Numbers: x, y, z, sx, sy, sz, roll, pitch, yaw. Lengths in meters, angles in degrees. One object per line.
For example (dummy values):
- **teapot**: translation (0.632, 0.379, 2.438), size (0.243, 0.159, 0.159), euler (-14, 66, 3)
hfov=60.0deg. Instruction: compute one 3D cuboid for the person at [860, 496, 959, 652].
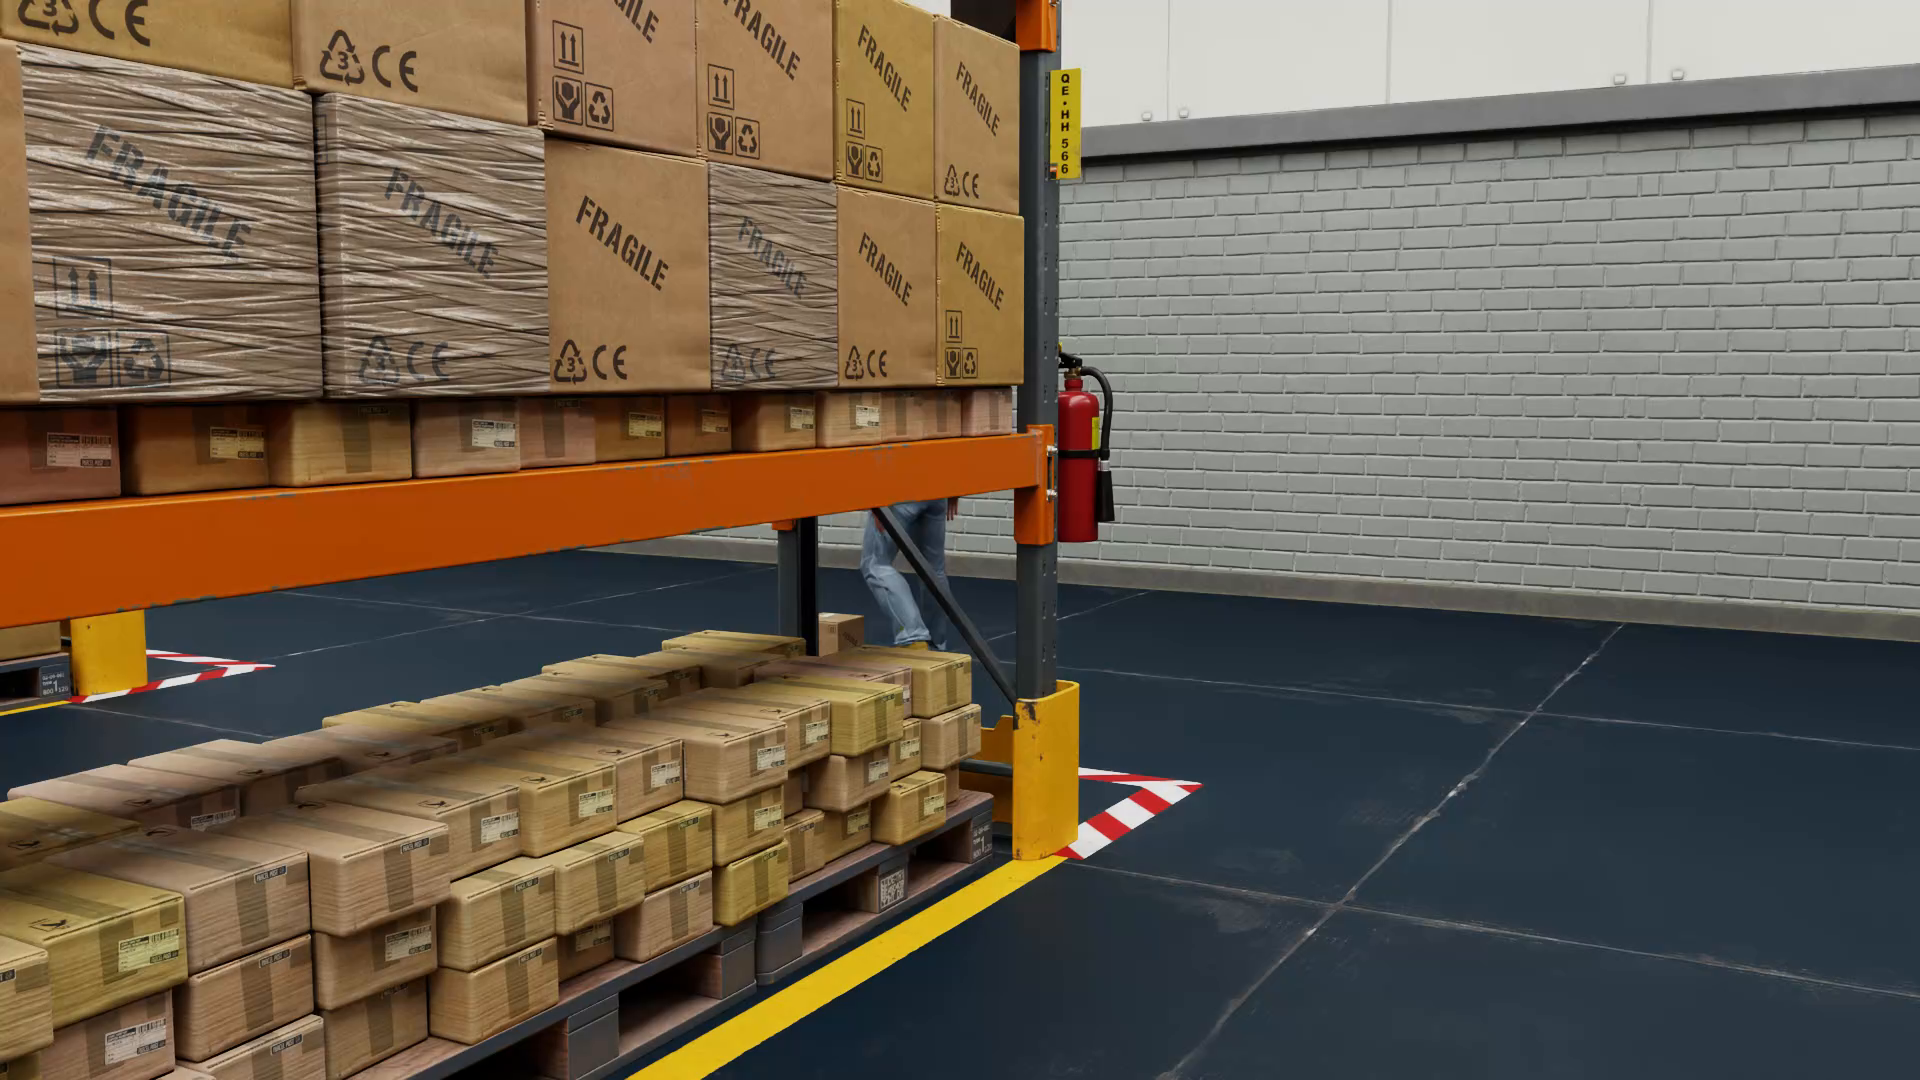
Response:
- **person**: translation (-0.234, -0.236, 8.132), size (0.488, 1.764, 0.676), euler (5, 8, 39)
